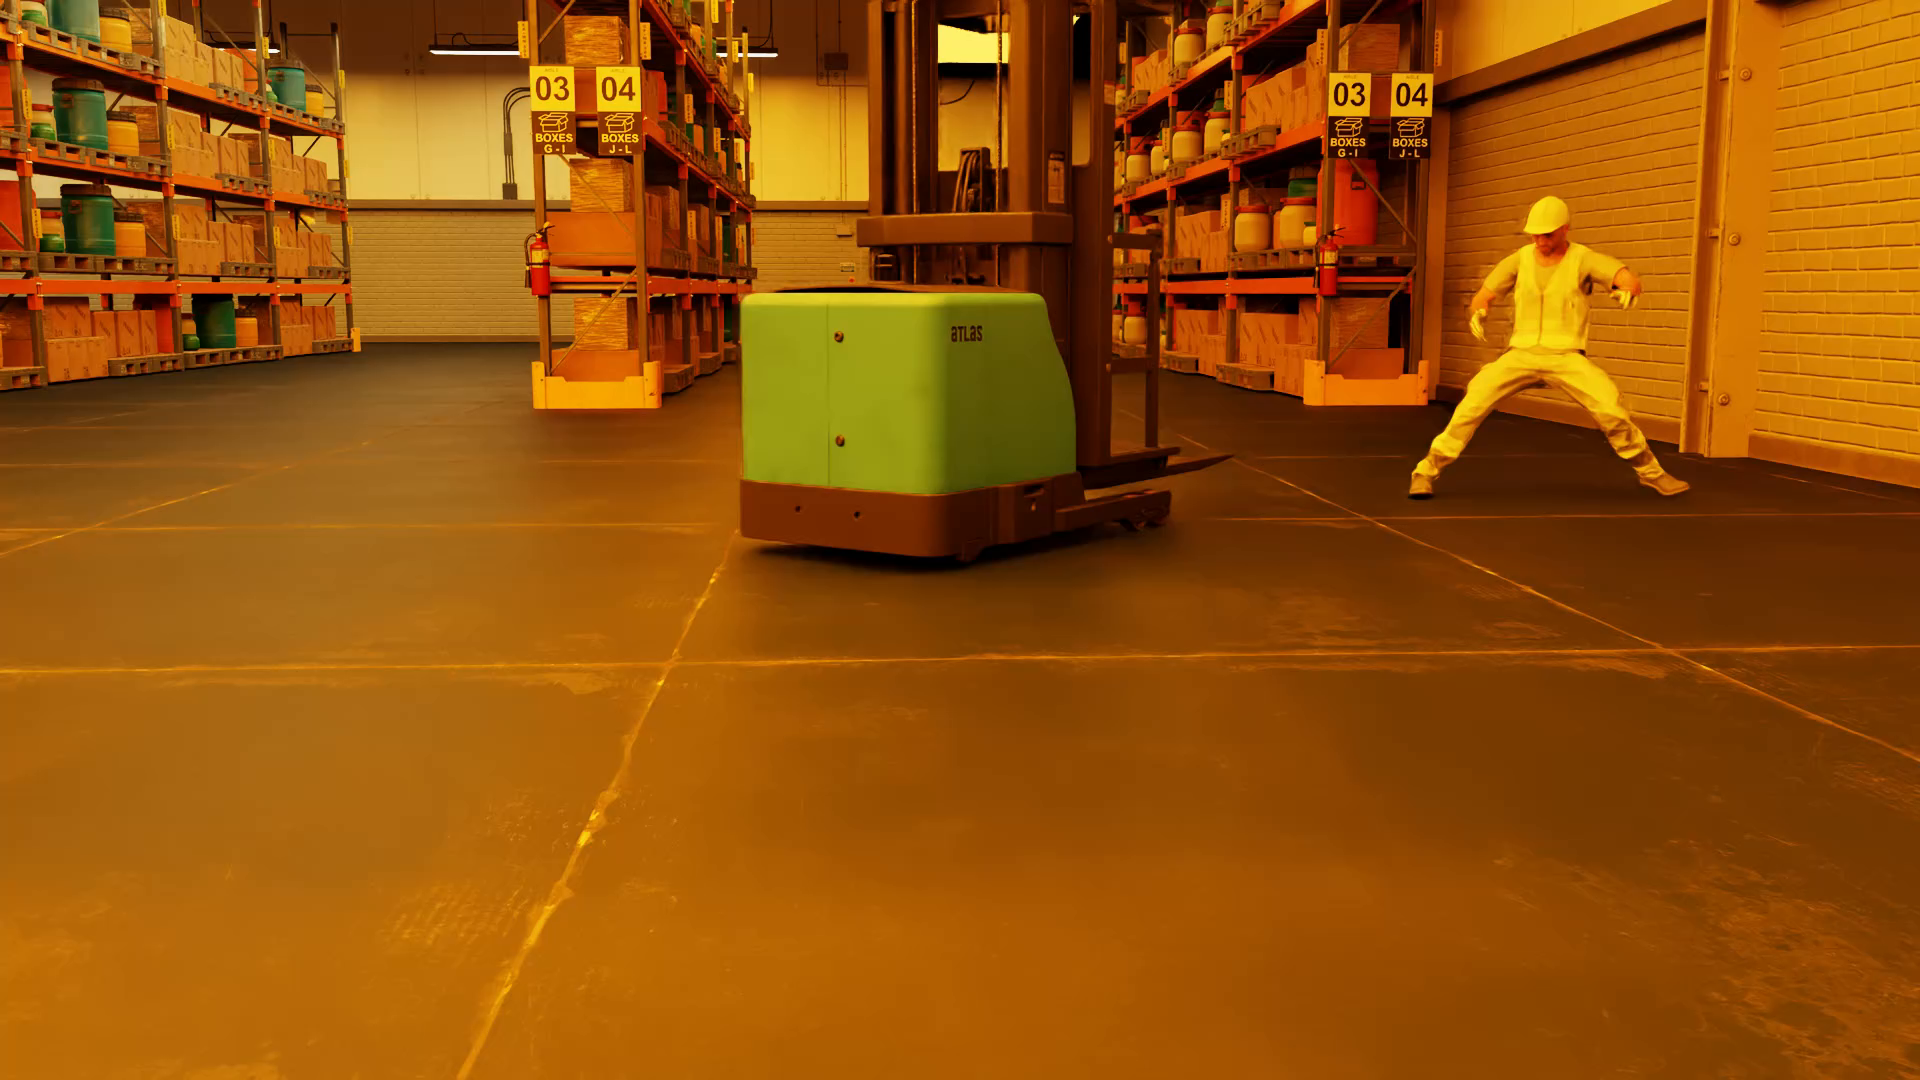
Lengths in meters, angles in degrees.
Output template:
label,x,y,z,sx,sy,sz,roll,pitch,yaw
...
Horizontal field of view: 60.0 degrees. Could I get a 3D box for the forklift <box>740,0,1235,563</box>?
label,x,y,z,sx,sy,sz,roll,pitch,yaw
forklift,0.335,-1.533,7.655,1.130,2.935,3.031,6,10,34

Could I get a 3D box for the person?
label,x,y,z,sx,sy,sz,roll,pitch,yaw
person,3.081,-0.992,8.638,1.318,1.569,0.849,6,10,35
